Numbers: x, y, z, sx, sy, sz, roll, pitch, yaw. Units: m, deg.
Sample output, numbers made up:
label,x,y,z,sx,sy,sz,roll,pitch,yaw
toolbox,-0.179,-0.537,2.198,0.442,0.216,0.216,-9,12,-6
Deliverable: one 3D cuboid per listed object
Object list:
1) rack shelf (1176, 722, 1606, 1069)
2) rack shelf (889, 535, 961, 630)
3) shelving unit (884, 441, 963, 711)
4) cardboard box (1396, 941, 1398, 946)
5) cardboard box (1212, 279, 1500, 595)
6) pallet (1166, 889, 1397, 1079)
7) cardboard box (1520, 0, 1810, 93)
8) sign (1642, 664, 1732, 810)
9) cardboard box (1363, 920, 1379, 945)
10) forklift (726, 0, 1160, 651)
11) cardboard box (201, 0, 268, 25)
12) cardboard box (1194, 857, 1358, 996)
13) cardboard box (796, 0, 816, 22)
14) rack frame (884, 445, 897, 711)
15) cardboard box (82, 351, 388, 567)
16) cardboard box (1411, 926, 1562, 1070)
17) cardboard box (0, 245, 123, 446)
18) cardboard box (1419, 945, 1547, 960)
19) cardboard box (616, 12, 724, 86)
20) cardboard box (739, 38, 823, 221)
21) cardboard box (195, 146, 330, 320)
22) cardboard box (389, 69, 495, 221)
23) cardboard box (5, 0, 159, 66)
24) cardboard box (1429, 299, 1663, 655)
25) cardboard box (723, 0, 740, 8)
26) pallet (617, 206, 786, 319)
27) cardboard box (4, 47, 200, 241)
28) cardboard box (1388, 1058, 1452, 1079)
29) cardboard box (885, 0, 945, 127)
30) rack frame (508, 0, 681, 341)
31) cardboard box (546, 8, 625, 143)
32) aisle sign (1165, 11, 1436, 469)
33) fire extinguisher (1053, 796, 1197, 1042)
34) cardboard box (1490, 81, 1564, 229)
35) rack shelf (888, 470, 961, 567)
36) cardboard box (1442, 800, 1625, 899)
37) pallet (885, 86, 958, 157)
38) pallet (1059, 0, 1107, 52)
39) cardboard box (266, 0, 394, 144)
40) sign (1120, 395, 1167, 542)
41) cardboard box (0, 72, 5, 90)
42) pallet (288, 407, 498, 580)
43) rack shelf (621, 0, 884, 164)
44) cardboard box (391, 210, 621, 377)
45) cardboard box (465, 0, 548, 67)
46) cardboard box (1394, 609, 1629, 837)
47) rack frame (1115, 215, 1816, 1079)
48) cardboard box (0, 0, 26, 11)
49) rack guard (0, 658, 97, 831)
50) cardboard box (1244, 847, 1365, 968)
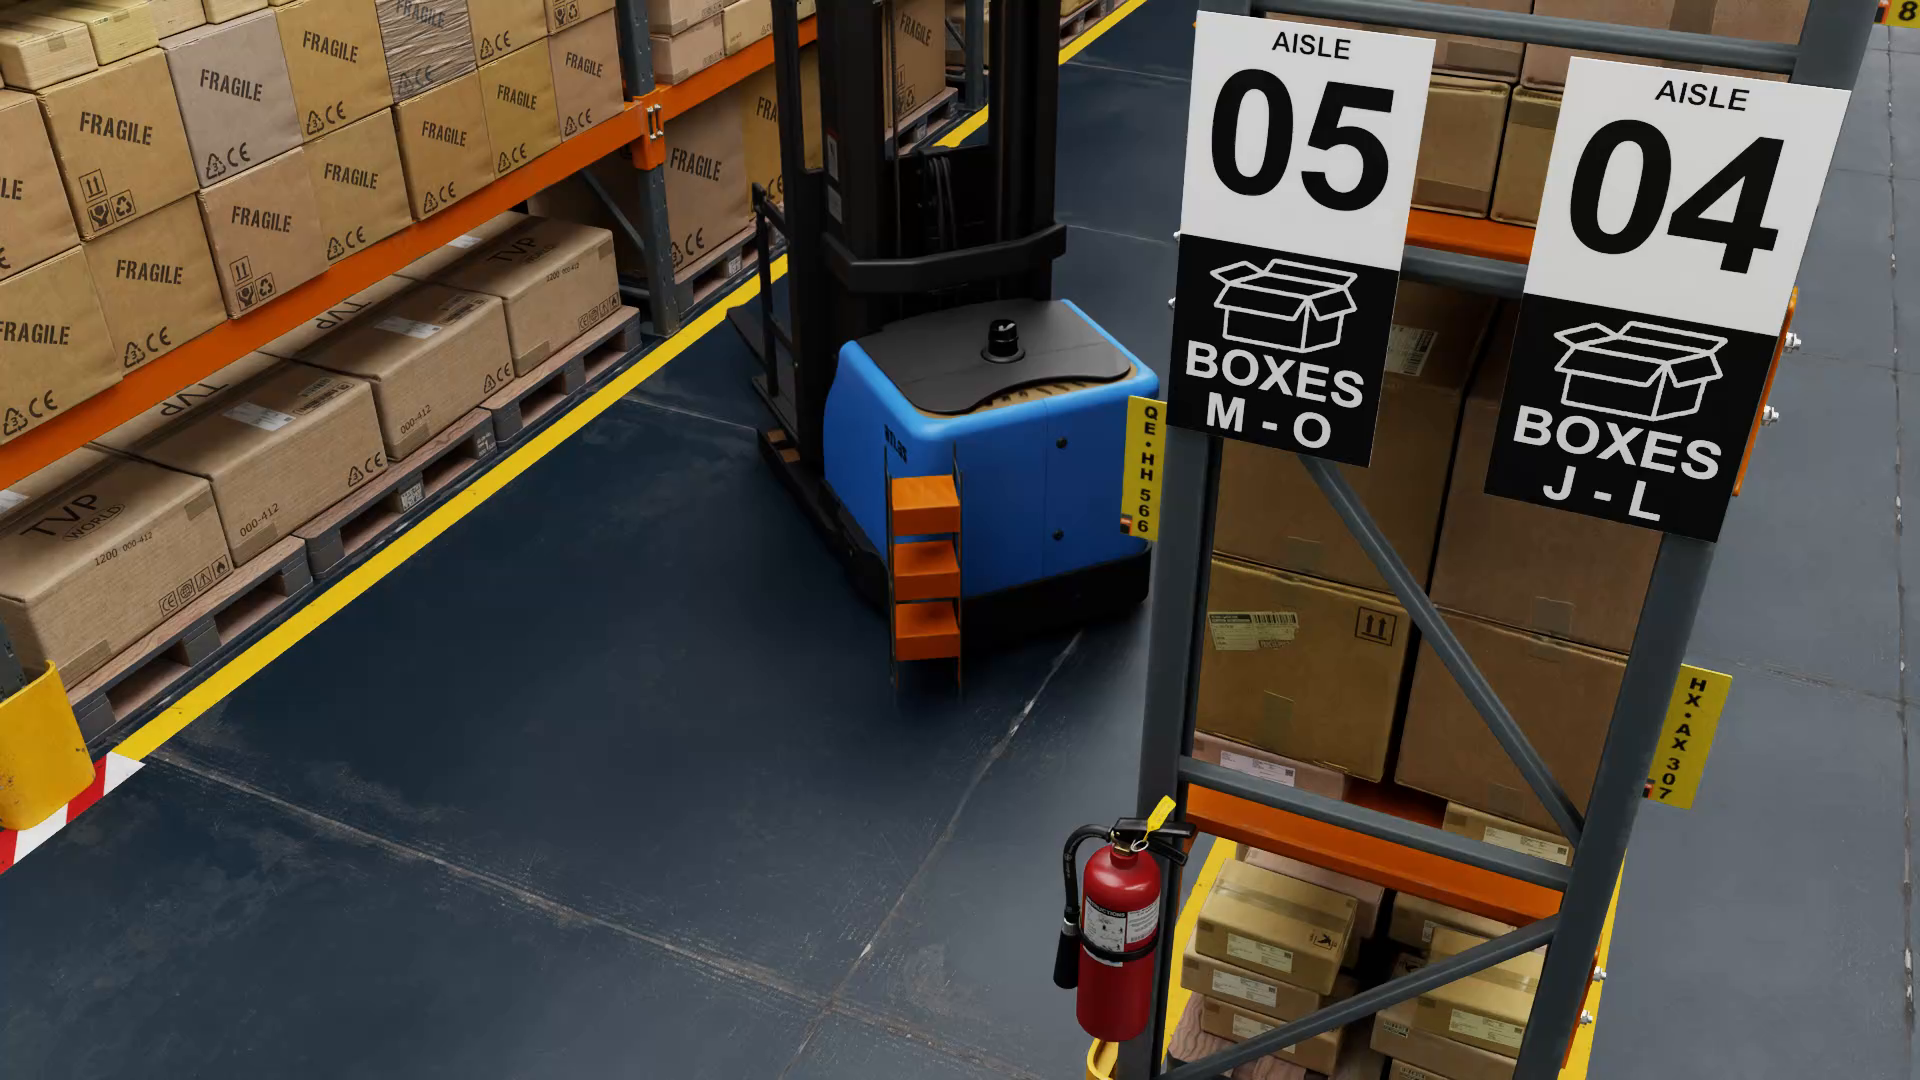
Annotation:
label,x,y,z,sx,sy,sz,roll,pitch,yaw
rack shelf,1.714,-0.083,5.296,1.077,0.370,4.000,14,36,20
rack shelf,-0.130,0.156,6.069,0.240,0.259,0.215,-4,35,-6
shelving unit,-0.130,0.147,6.063,0.252,1.050,0.215,-4,35,-6
cardboard box,1.520,1.167,4.951,0.380,0.149,0.250,15,36,21
cardboard box,0.843,-0.257,3.632,0.500,0.500,0.500,13,36,20
pallet,1.281,1.344,5.007,1.003,0.211,1.213,14,36,20
cardboard box,1.301,-0.952,2.912,0.500,0.250,0.500,15,36,21
sign,1.371,0.375,3.153,0.100,0.325,0.005,14,36,20
cardboard box,1.113,1.056,5.121,0.380,0.149,0.250,14,36,20
forklift,-0.294,-1.568,6.968,1.130,2.935,3.031,-14,36,-20
cardboard box,-2.705,-1.960,5.909,0.380,0.149,0.250,15,36,21
cardboard box,0.869,1.059,4.574,0.380,0.149,0.250,15,36,21
cardboard box,-1.119,-3.070,9.334,0.500,0.250,0.500,14,36,20
rack frame,-0.251,0.156,6.049,0.008,1.050,0.200,-4,35,-6
cardboard box,-3.100,-0.386,7.057,0.875,0.438,0.875,15,36,22
cardboard box,1.405,1.197,4.363,0.380,0.149,0.250,13,35,18
cardboard box,-3.199,-0.688,5.472,0.500,0.500,0.500,14,36,20
cardboard box,1.496,1.179,4.661,0.380,0.149,0.250,14,36,20
cardboard box,-1.563,-2.561,8.556,0.500,0.250,0.500,13,36,19
cardboard box,-1.430,-2.531,9.929,0.875,0.875,0.875,15,36,22
cardboard box,-2.784,-1.195,6.246,0.500,0.500,0.500,14,36,20
cardboard box,-2.356,-1.706,7.025,0.500,0.500,0.500,14,36,20
cardboard box,-2.909,-1.702,5.516,0.380,0.149,0.250,13,35,19
cardboard box,1.307,-0.134,3.445,0.500,0.500,0.500,14,36,20
cardboard box,-1.354,-3.032,8.819,0.500,0.250,0.500,15,36,21
pallet,-1.733,-1.700,9.650,1.003,0.211,1.213,14,36,20
cardboard box,-2.991,-1.365,5.593,0.500,0.500,0.500,13,35,19
cardboard box,1.388,1.442,4.533,0.380,0.149,0.250,15,36,21
cardboard box,-0.678,-3.419,11.283,0.875,0.875,0.875,14,36,20
rack frame,-1.987,-2.465,8.273,1.000,3.000,0.127,14,36,20
cardboard box,-1.949,-2.217,7.804,0.500,0.500,0.500,15,36,21
aisle sign,0.575,-0.507,2.917,0.394,0.787,0.004,14,36,20
fire extinguisher,0.353,0.821,3.674,0.296,0.674,0.183,14,36,20
cardboard box,1.298,-0.744,3.050,0.500,0.250,0.500,15,36,22
rack shelf,-0.129,-0.077,5.906,0.240,0.259,0.215,-4,35,-6
cardboard box,1.311,0.632,3.780,0.380,0.149,0.250,14,36,20
pallet,-0.712,-2.915,11.504,1.003,0.211,1.213,14,36,20
pallet,0.526,-4.285,13.593,1.003,0.211,1.213,14,36,20
cardboard box,-2.575,-1.872,6.366,0.500,0.500,0.500,14,36,21
sign,0.382,-0.141,3.385,0.100,0.325,0.005,14,36,20
cardboard box,-3.216,-1.464,5.152,0.380,0.149,0.250,15,36,22
pallet,-2.885,-0.328,7.558,1.003,0.211,1.213,14,36,20
rack shelf,-1.150,-3.160,9.990,1.077,0.370,4.000,14,36,20
cardboard box,-2.347,-1.281,8.421,0.875,0.438,0.875,14,36,20
cardboard box,-2.153,-2.375,7.134,0.500,0.500,0.500,14,36,20
cardboard box,1.316,0.286,3.715,0.500,0.500,0.500,16,36,23
rack frame,0.878,0.613,3.580,1.000,3.000,0.127,14,36,20
cardboard box,-3.434,-1.824,5.702,0.380,0.149,0.250,15,36,22
rack guard,-3.671,0.585,5.902,1.175,0.500,0.348,14,36,20
cardboard box,0.997,1.059,4.846,0.380,0.149,0.250,13,36,19
